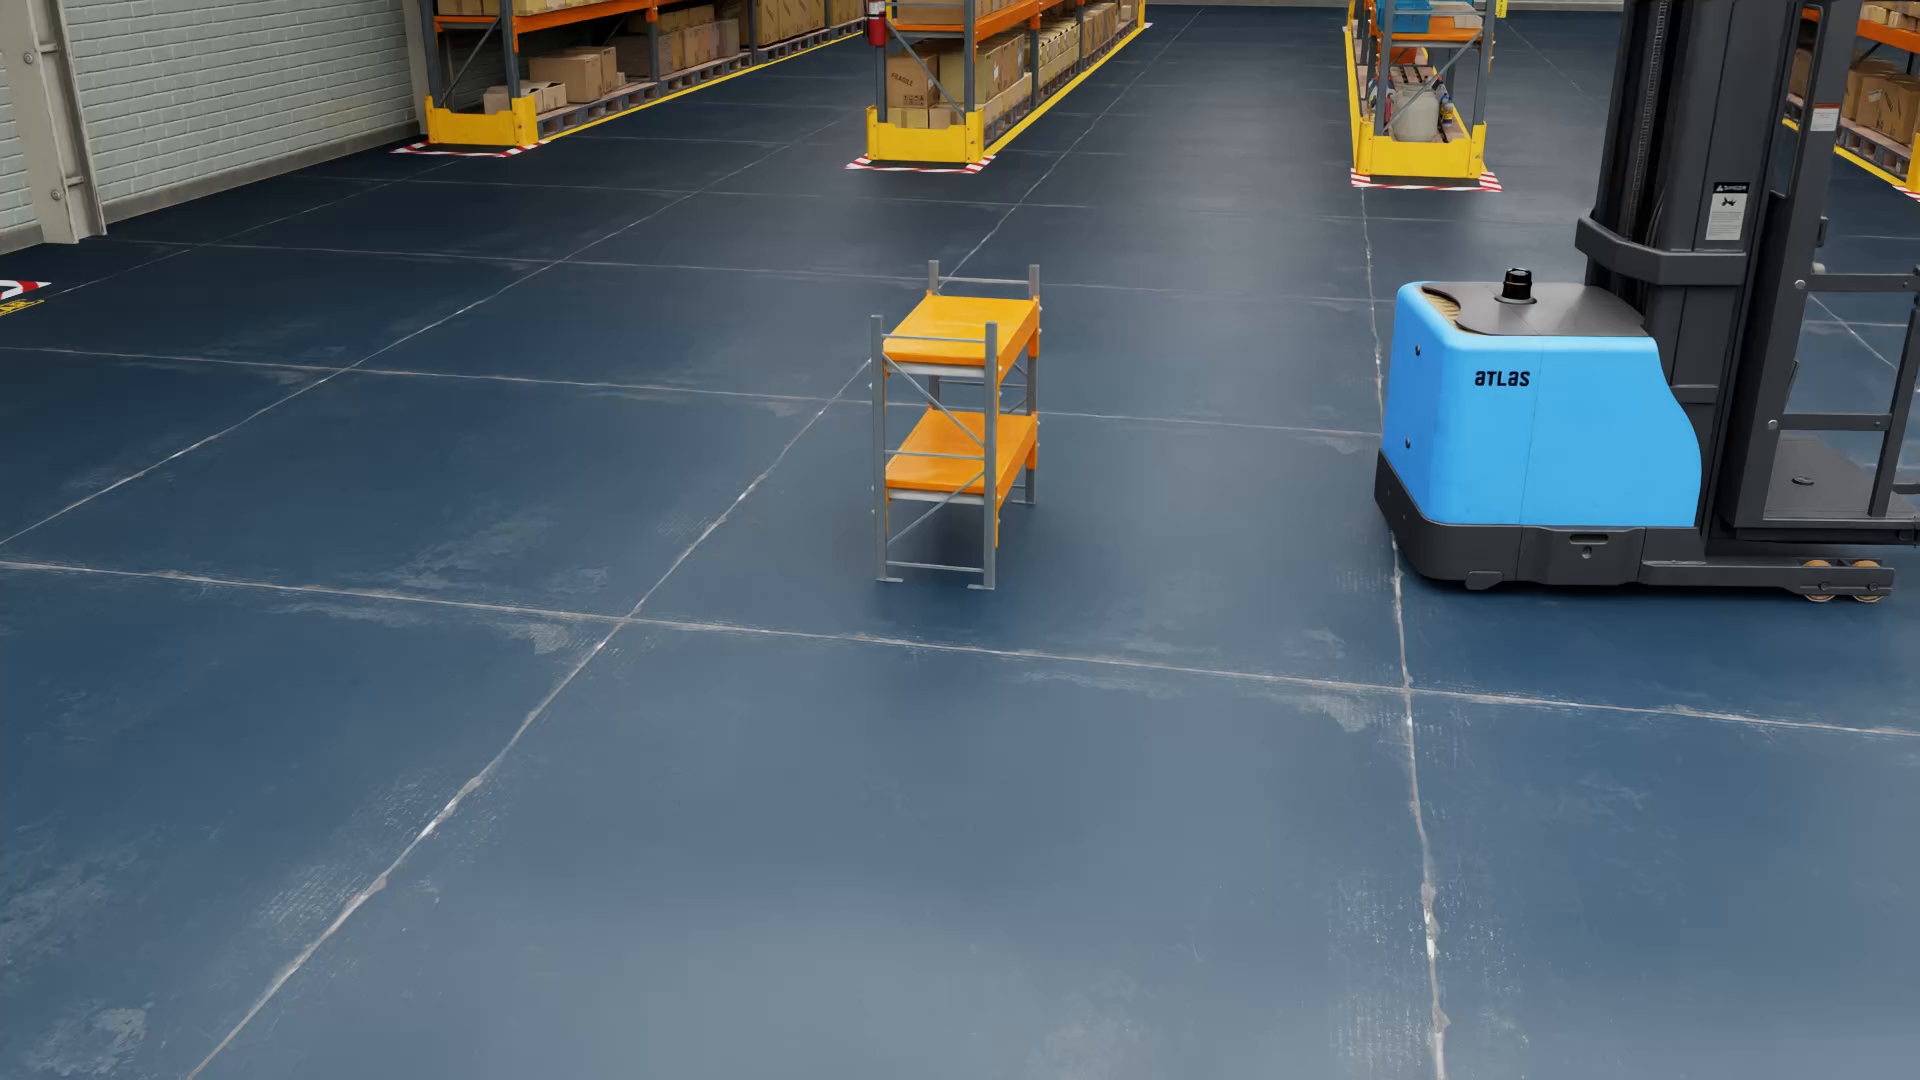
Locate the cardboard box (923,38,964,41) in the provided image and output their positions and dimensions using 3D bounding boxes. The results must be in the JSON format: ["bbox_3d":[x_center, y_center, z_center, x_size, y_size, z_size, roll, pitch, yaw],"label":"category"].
[{"bbox_3d":[-0.140,-5.537,19.202,0.500,0.500,0.500,4,22,11],"label":"cardboard box"}]

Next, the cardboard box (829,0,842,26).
[{"bbox_3d":[-2.500,-9.384,29.424,0.700,0.500,0.500,5,22,12],"label":"cardboard box"}]

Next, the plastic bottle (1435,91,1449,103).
[{"bbox_3d":[5.322,-4.838,18.409,0.152,0.276,0.135,5,22,12],"label":"plastic bottle"}]

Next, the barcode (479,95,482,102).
[{"bbox_3d":[-5.360,-4.939,18.600,0.001,0.075,0.075,4,22,11],"label":"barcode"}]

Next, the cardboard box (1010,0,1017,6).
[{"bbox_3d":[0.279,-6.472,19.274,0.700,0.500,0.500,4,22,10],"label":"cardboard box"}]

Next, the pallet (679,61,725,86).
[{"bbox_3d":[-3.981,-6.597,23.450,1.003,0.211,1.213,4,22,11],"label":"pallet"}]

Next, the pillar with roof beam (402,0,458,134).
[{"bbox_3d":[-1.691,-8.471,16.342,9.100,9.000,0.400,4,22,11],"label":"pillar with roof beam"}]

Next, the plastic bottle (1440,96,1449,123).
[{"bbox_3d":[5.242,-4.643,17.930,0.097,0.271,0.097,0,22,0],"label":"plastic bottle"}]

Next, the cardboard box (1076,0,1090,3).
[{"bbox_3d":[1.936,-8.982,28.397,0.500,0.500,0.500,4,22,11],"label":"cardboard box"}]

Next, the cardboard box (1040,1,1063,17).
[{"bbox_3d":[1.249,-8.018,24.999,0.500,0.250,0.500,5,23,13],"label":"cardboard box"}]

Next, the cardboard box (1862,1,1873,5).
[{"bbox_3d":[9.873,-5.869,17.380,0.875,0.500,0.500,4,22,11],"label":"cardboard box"}]

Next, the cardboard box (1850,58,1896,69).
[{"bbox_3d":[10.308,-5.292,19.236,0.700,0.500,0.500,3,22,7],"label":"cardboard box"}]

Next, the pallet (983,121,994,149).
[{"bbox_3d":[-0.236,-4.308,17.768,1.003,0.211,1.213,4,22,11],"label":"pallet"}]

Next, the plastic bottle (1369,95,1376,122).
[{"bbox_3d":[4.448,-4.633,17.889,0.061,0.283,0.133,5,22,12],"label":"plastic bottle"}]

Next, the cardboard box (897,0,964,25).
[{"bbox_3d":[-0.244,-5.535,16.947,0.700,0.500,0.500,4,22,11],"label":"cardboard box"}]

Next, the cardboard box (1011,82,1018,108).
[{"bbox_3d":[0.385,-5.148,19.240,0.500,0.250,0.500,4,22,11],"label":"cardboard box"}]

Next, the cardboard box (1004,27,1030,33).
[{"bbox_3d":[0.681,-6.876,22.778,0.500,0.311,0.500,4,22,9],"label":"cardboard box"}]

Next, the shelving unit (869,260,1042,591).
[{"bbox_3d":[0.001,-0.524,7.150,0.538,1.125,1.048,4,22,11],"label":"shelving unit"}]

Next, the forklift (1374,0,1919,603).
[{"bbox_3d":[3.403,-1.309,6.681,3.031,2.935,1.130,1,22,2],"label":"forklift"}]

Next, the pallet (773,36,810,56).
[{"bbox_3d":[-3.084,-8.055,27.070,1.003,0.211,1.213,4,22,11],"label":"pallet"}]

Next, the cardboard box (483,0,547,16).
[{"bbox_3d":[-4.791,-5.789,17.886,0.500,0.250,0.500,4,22,9],"label":"cardboard box"}]

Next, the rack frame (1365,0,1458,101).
[{"bbox_3d":[5.313,-6.403,19.236,1.000,3.000,0.127,4,22,11],"label":"rack frame"}]

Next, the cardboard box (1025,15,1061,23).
[{"bbox_3d":[1.242,-7.649,25.088,0.500,0.500,0.500,5,23,13],"label":"cardboard box"}]

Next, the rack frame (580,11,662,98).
[{"bbox_3d":[-4.386,-7.158,21.111,1.000,3.000,0.127,4,22,11],"label":"rack frame"}]

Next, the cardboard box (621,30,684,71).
[{"bbox_3d":[-4.195,-6.666,22.646,0.700,0.500,0.500,4,22,10],"label":"cardboard box"}]

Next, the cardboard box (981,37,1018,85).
[{"bbox_3d":[0.372,-5.497,19.103,0.500,0.500,0.500,4,22,11],"label":"cardboard box"}]

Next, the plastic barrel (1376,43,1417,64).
[{"bbox_3d":[6.212,-7.234,23.642,0.600,0.830,0.708,4,22,11],"label":"plastic barrel"}]

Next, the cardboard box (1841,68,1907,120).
[{"bbox_3d":[10.041,-4.917,18.331,0.500,0.500,0.500,4,22,9],"label":"cardboard box"}]

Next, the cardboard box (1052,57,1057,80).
[{"bbox_3d":[0.998,-6.206,21.866,0.500,0.250,0.500,4,22,9],"label":"cardboard box"}]

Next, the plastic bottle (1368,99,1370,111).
[{"bbox_3d":[4.623,-4.874,18.598,0.097,0.201,0.097,0,22,0],"label":"plastic bottle"}]

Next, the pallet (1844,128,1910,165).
[{"bbox_3d":[9.813,-4.036,17.091,1.003,0.211,1.213,4,22,11],"label":"pallet"}]

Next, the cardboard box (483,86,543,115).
[{"bbox_3d":[-4.972,-4.898,18.510,0.500,0.311,0.500,2,22,5],"label":"cardboard box"}]

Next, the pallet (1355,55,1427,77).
[{"bbox_3d":[6.249,-6.863,24.113,1.003,0.211,1.213,4,22,11],"label":"pallet"}]

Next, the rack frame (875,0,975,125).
[{"bbox_3d":[-0.351,-5.319,16.544,1.000,3.000,0.127,4,22,11],"label":"rack frame"}]

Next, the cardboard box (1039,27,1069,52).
[{"bbox_3d":[1.210,-6.839,22.686,0.500,0.311,0.500,4,22,11],"label":"cardboard box"}]

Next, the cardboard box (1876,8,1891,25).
[{"bbox_3d":[9.530,-5.303,16.842,0.380,0.149,0.250,4,22,11],"label":"cardboard box"}]

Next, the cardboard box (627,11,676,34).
[{"bbox_3d":[-4.165,-6.982,22.428,0.500,0.250,0.500,4,22,10],"label":"cardboard box"}]

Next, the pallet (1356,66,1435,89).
[{"bbox_3d":[5.933,-6.292,22.693,1.003,0.211,1.213,4,22,11],"label":"pallet"}]

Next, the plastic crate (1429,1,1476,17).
[{"bbox_3d":[5.230,-5.667,17.762,0.530,0.136,0.437,4,22,11],"label":"plastic crate"}]

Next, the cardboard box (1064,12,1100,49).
[{"bbox_3d":[1.862,-7.809,25.484,0.500,0.500,0.500,4,22,10],"label":"cardboard box"}]

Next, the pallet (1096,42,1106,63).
[{"bbox_3d":[1.721,-7.666,26.105,1.003,0.211,1.213,4,22,11],"label":"pallet"}]

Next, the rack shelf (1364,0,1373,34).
[{"bbox_3d":[5.721,-6.800,21.186,1.077,0.370,4.000,4,22,11],"label":"rack shelf"}]

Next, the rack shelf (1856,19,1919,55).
[{"bbox_3d":[9.754,-4.960,16.616,1.077,0.370,4.000,4,22,11],"label":"rack shelf"}]

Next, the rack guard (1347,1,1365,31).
[{"bbox_3d":[7.754,-9.641,30.624,1.175,0.500,0.348,4,22,11],"label":"rack guard"}]

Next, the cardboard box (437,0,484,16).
[{"bbox_3d":[-5.296,-5.820,17.964,0.500,0.250,0.500,5,22,12],"label":"cardboard box"}]

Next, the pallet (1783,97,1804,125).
[{"bbox_3d":[10.319,-5.016,19.526,1.003,0.211,1.213,4,22,11],"label":"pallet"}]
